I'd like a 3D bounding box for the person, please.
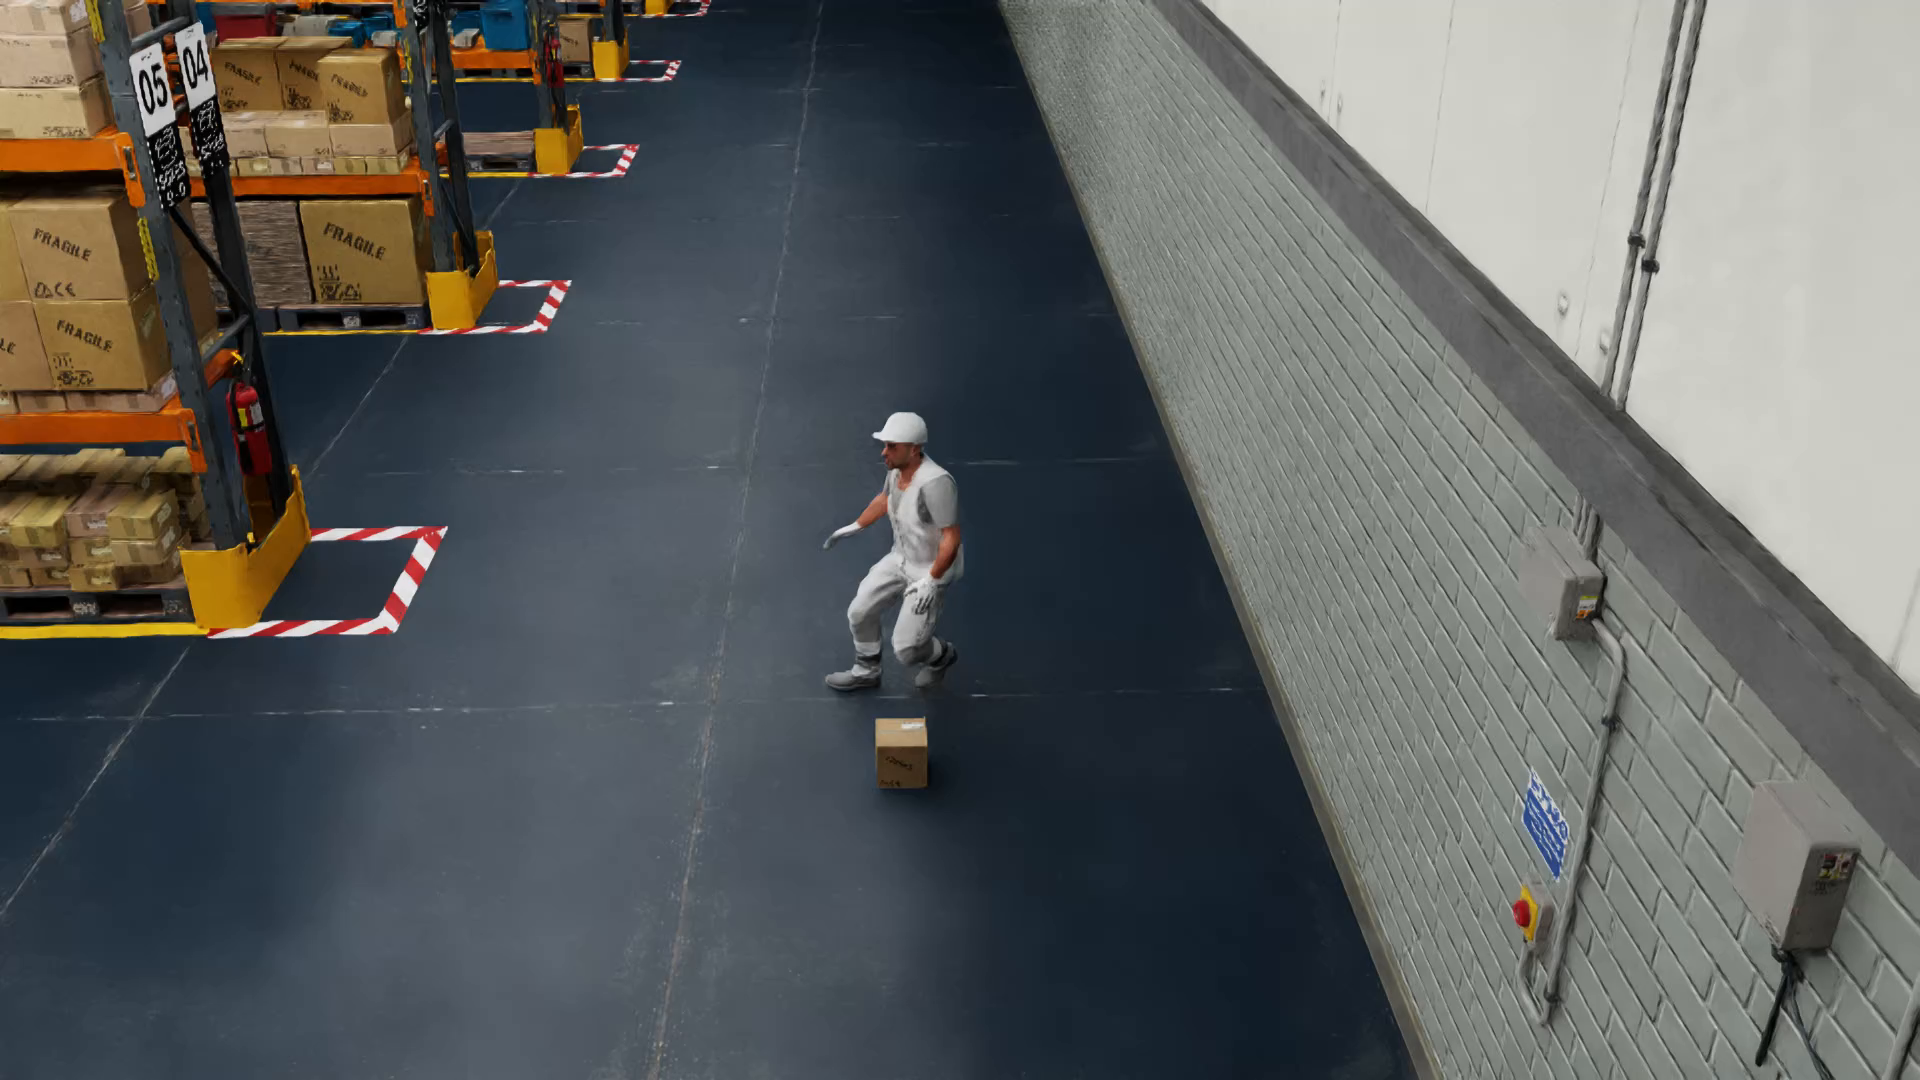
[{"bbox_3d":[-0.273,0.105,8.508,0.613,1.667,0.801,-20,33,-33],"label":"person"}]
